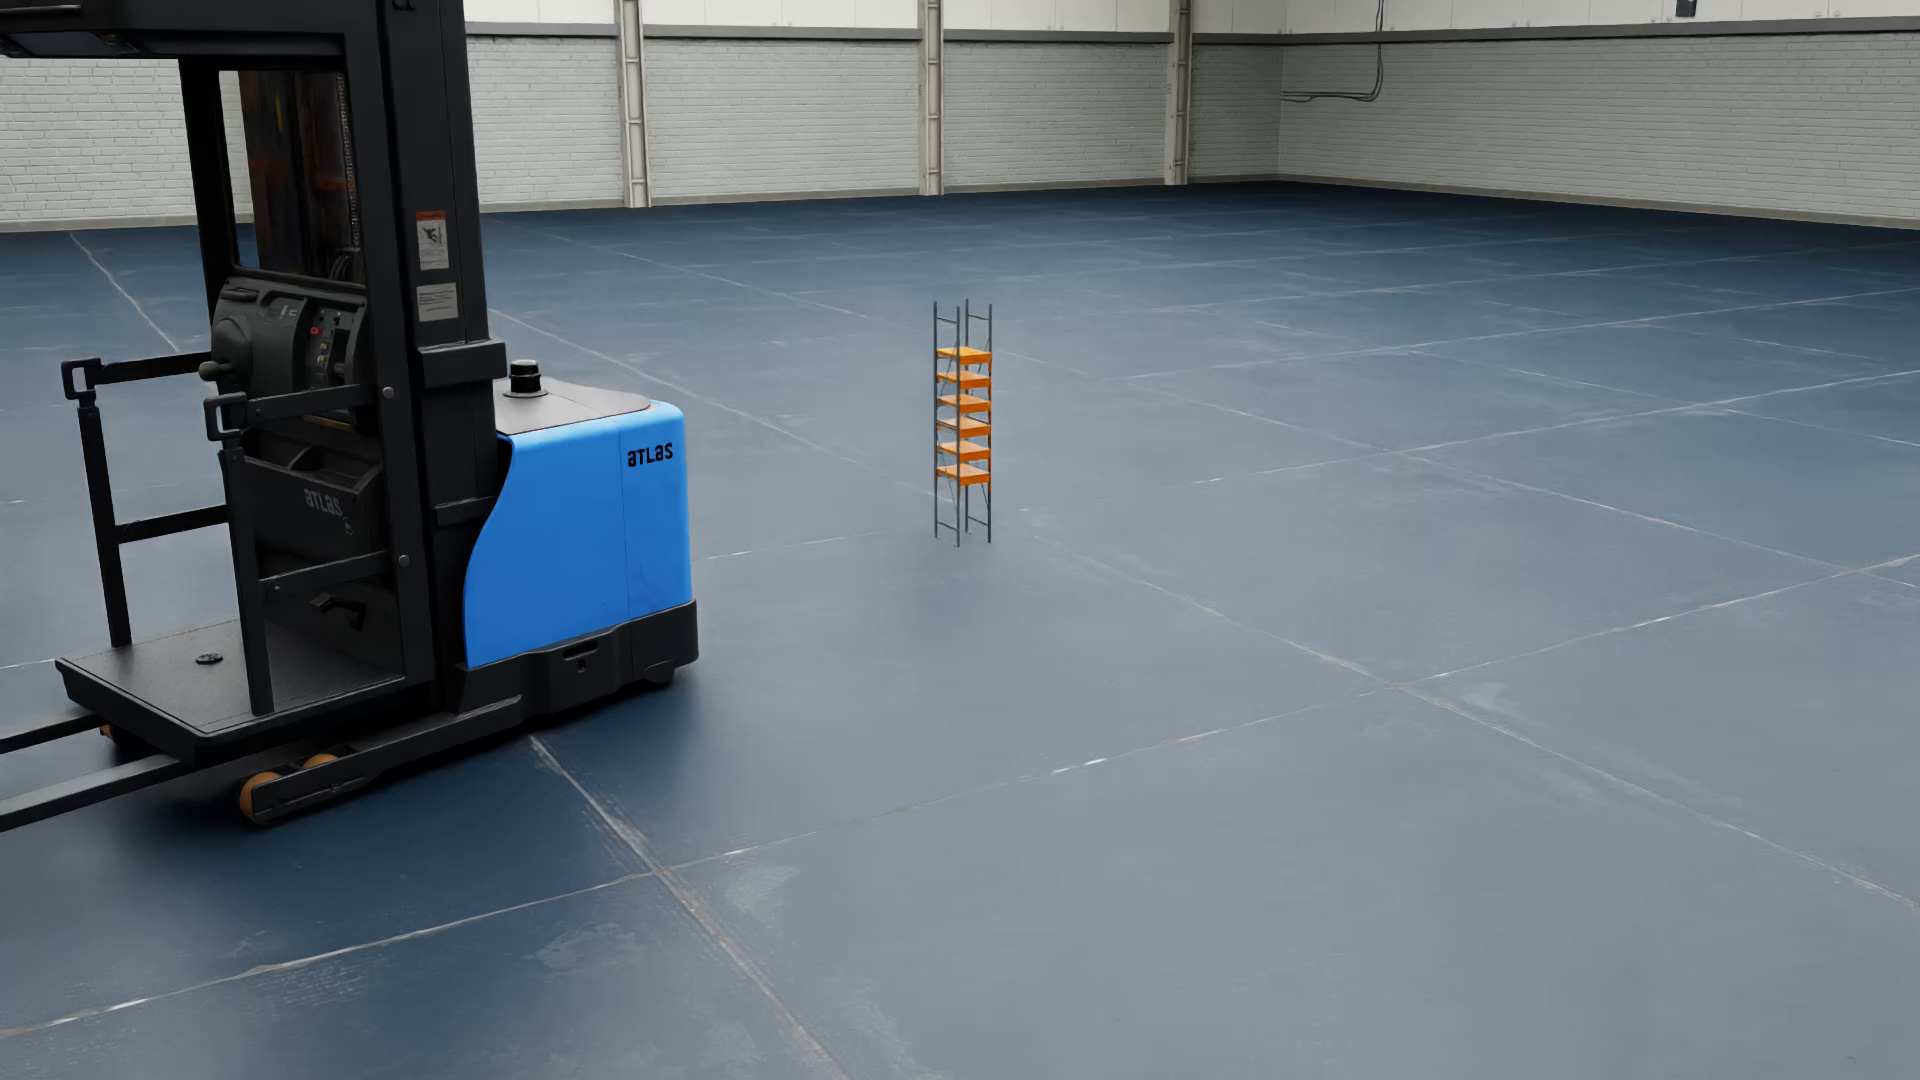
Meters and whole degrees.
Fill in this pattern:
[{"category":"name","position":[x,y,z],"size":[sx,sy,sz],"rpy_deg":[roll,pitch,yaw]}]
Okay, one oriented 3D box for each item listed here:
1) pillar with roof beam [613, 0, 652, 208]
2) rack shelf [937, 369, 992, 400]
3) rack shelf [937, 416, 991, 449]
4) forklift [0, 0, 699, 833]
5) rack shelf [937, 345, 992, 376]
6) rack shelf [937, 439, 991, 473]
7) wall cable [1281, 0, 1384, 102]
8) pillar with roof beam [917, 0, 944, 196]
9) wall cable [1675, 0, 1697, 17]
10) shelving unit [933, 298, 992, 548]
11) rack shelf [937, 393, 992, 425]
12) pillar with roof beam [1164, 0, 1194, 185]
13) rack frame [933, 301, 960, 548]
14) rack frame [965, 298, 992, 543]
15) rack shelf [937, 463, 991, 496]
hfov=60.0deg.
[{"category":"pillar with roof beam","position":[-3.487,-9.233,24.676],"size":[0.400,9.000,9.100],"rpy_deg":[-9,18,-30]},{"category":"rack shelf","position":[0.012,-0.768,8.202],"size":[0.180,0.103,0.258],"rpy_deg":[-9,18,-30]},{"category":"rack shelf","position":[0.012,-0.537,8.267],"size":[0.180,0.103,0.258],"rpy_deg":[-9,18,-30]},{"category":"forklift","position":[-2.363,-0.667,5.361],"size":[1.130,2.935,3.031],"rpy_deg":[13,20,39]},{"category":"rack shelf","position":[0.012,-0.884,8.170],"size":[0.180,0.103,0.258],"rpy_deg":[-9,18,-30]},{"category":"rack shelf","position":[0.012,-0.421,8.299],"size":[0.180,0.103,0.258],"rpy_deg":[-9,18,-30]},{"category":"wall cable","position":[7.789,-10.506,34.969],"size":[0.112,2.526,3.097],"rpy_deg":[-9,18,-30]},{"category":"pillar with roof beam","position":[1.656,-10.067,27.651],"size":[0.400,9.000,9.100],"rpy_deg":[-9,18,-30]},{"category":"wall cable","position":[12.664,-11.440,26.247],"size":[0.169,6.003,2.305],"rpy_deg":[-9,18,-30]},{"category":"shelving unit","position":[0.012,-0.580,8.255],"size":[0.189,1.200,0.258],"rpy_deg":[-9,18,-30]},{"category":"rack shelf","position":[0.012,-0.653,8.235],"size":[0.180,0.103,0.258],"rpy_deg":[-9,18,-30]},{"category":"pillar with roof beam","position":[6.799,-10.901,30.627],"size":[0.400,9.000,9.100],"rpy_deg":[-9,18,-30]},{"category":"rack frame","position":[-0.066,-0.567,8.210],"size":[0.006,1.200,0.240],"rpy_deg":[-9,18,-30]},{"category":"rack frame","position":[0.091,-0.592,8.300],"size":[0.006,1.200,0.240],"rpy_deg":[-9,18,-30]},{"category":"rack shelf","position":[0.012,-0.306,8.332],"size":[0.180,0.103,0.258],"rpy_deg":[-9,18,-30]}]
